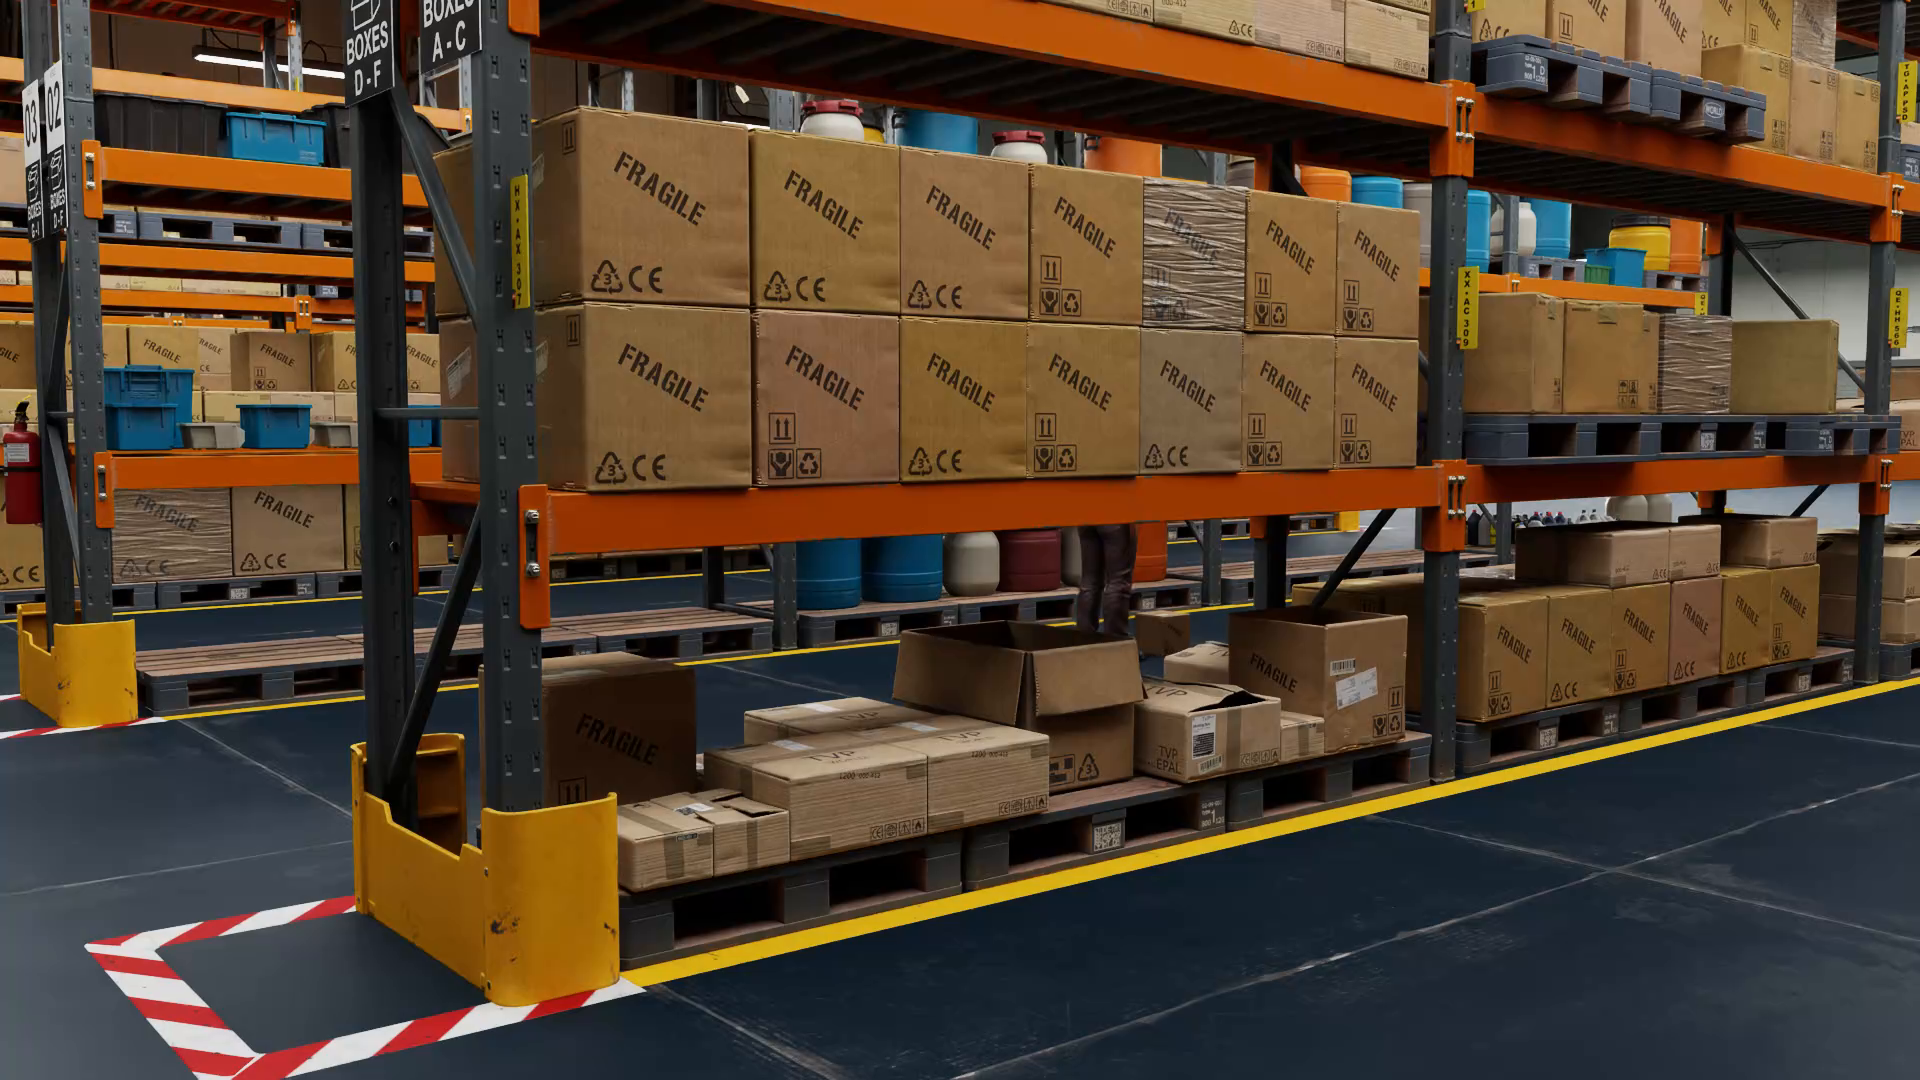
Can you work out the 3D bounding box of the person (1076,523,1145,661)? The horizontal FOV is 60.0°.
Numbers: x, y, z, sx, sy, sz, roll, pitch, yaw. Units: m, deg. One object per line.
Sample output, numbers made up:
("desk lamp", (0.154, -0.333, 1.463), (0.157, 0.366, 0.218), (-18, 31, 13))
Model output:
("person", (0.909, -0.077, 10.252), (0.352, 1.636, 0.530), (-3, 5, -37))
